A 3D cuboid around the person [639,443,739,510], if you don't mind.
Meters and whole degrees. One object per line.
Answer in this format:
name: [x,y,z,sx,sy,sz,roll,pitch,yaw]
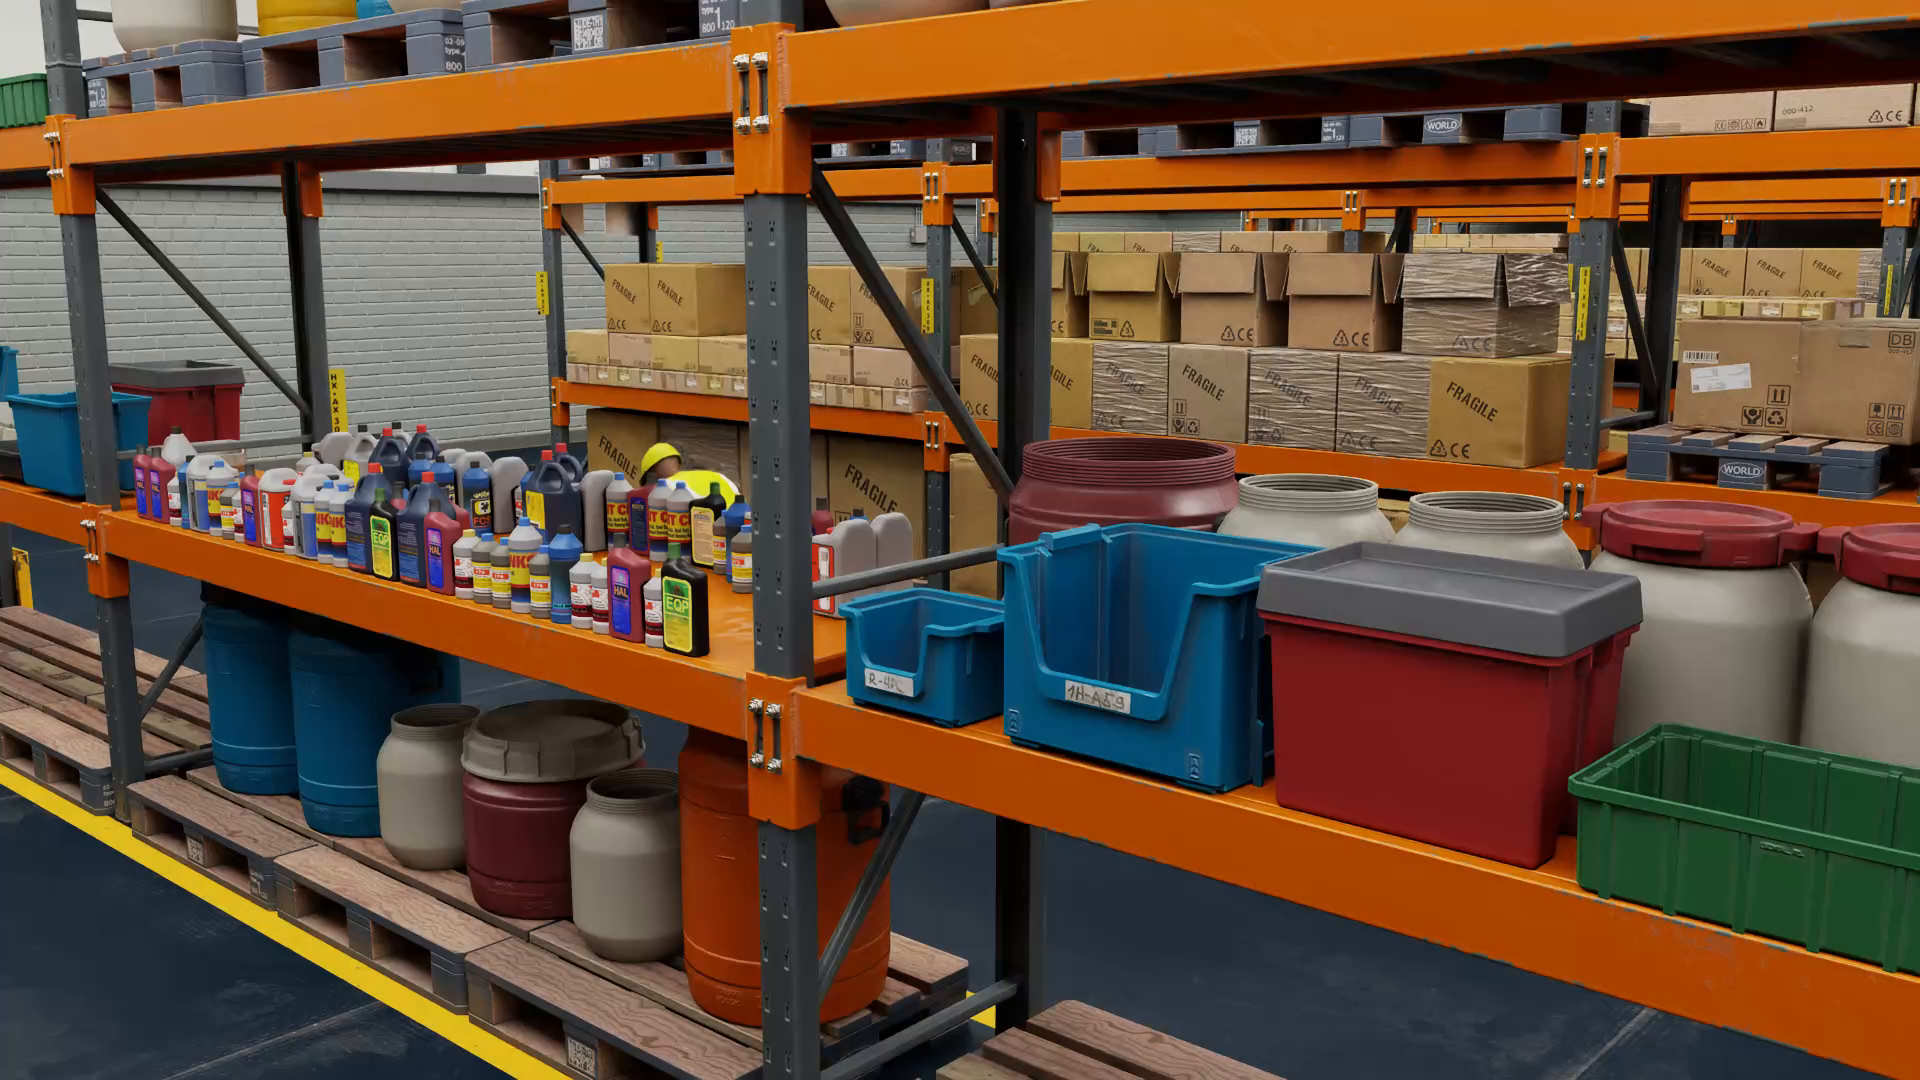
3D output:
person: [-1.364,0.166,8.704,0.795,1.313,0.629,9,13,41]
